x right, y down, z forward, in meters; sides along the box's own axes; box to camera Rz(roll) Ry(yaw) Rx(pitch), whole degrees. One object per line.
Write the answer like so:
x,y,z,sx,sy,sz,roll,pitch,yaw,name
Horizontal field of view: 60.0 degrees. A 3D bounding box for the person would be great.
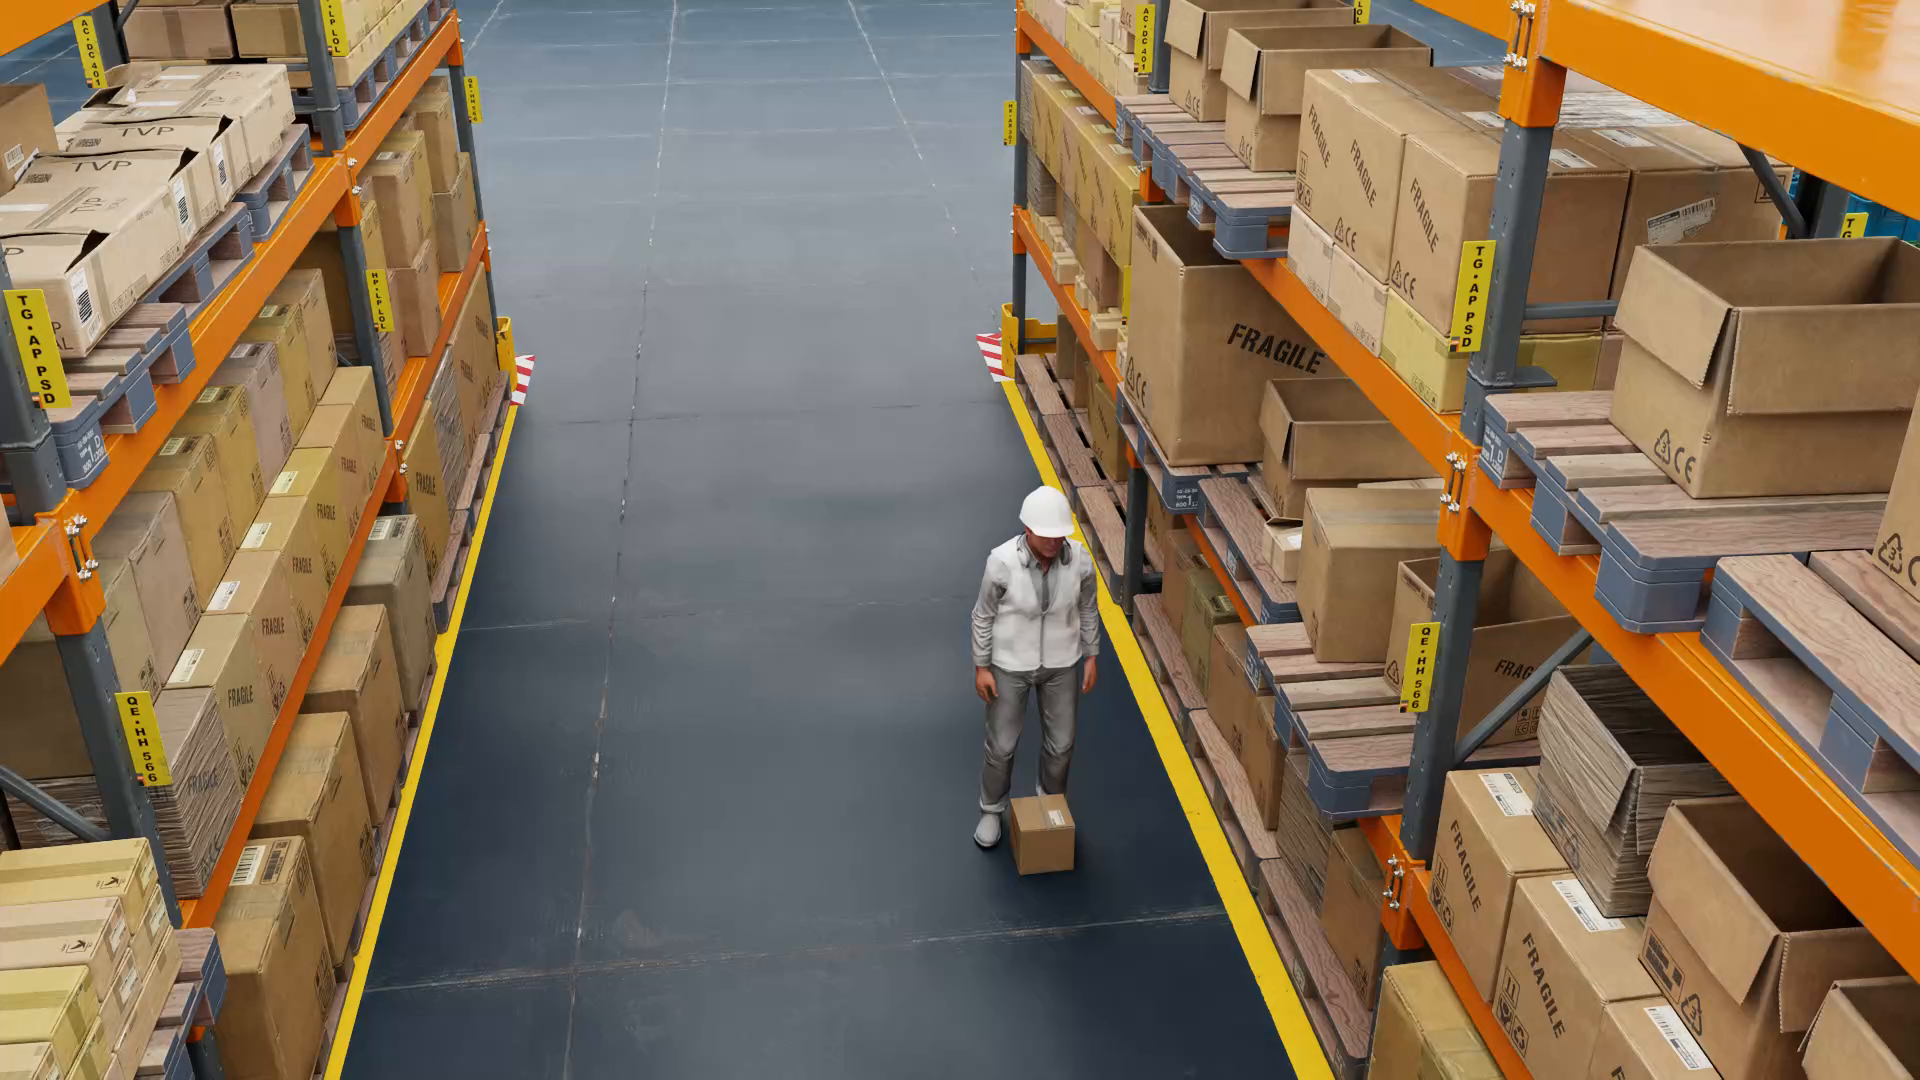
0.341,0.552,7.501,0.593,1.773,0.457,-5,27,-10,person
